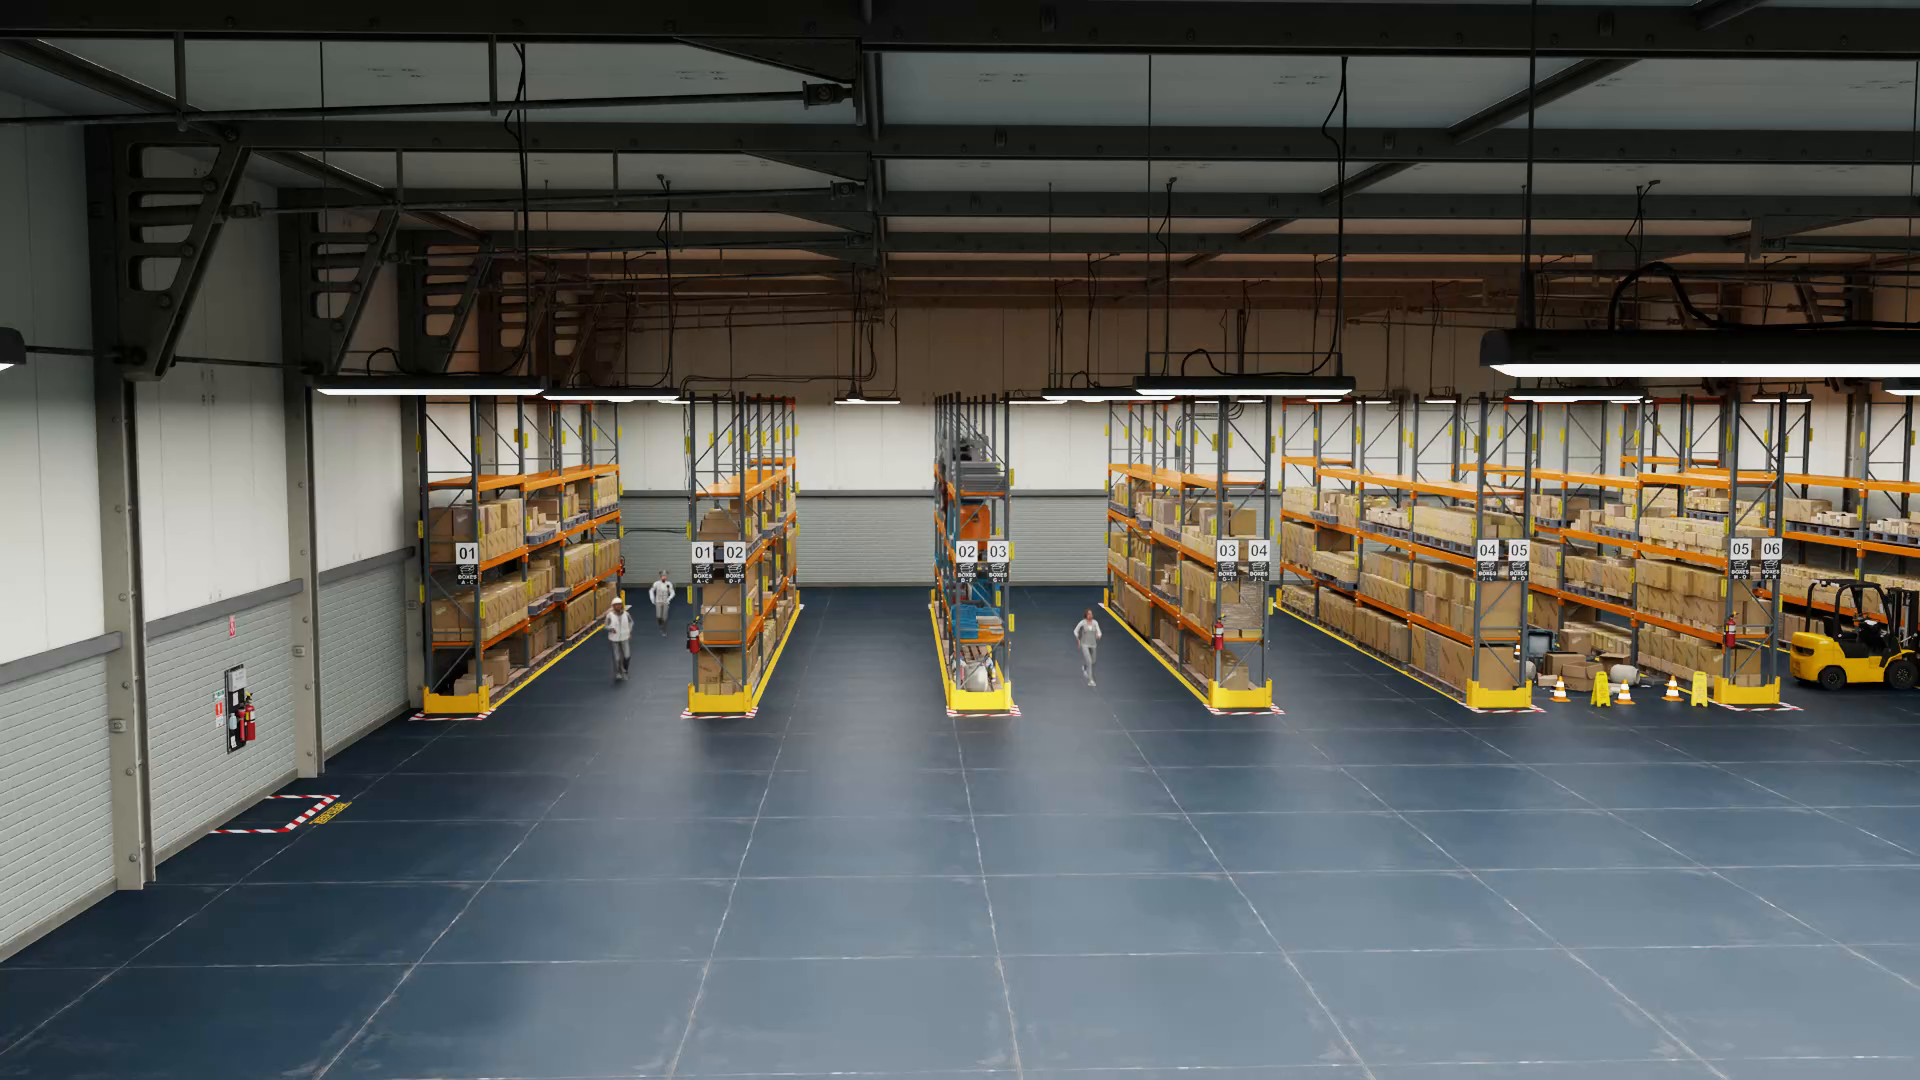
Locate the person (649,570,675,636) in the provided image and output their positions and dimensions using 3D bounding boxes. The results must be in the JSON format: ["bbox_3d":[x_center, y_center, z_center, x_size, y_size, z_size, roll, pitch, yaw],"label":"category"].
[{"bbox_3d":[-7.399,1.580,41.369,0.628,1.656,0.564,-1,5,-11],"label":"person"}]

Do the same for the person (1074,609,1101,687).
[{"bbox_3d":[2.628,2.191,34.216,0.538,1.568,0.753,-1,5,-15],"label":"person"}]

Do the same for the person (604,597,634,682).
[{"bbox_3d":[-7.074,2.080,34.572,0.634,1.773,0.698,-2,5,-19],"label":"person"}]
